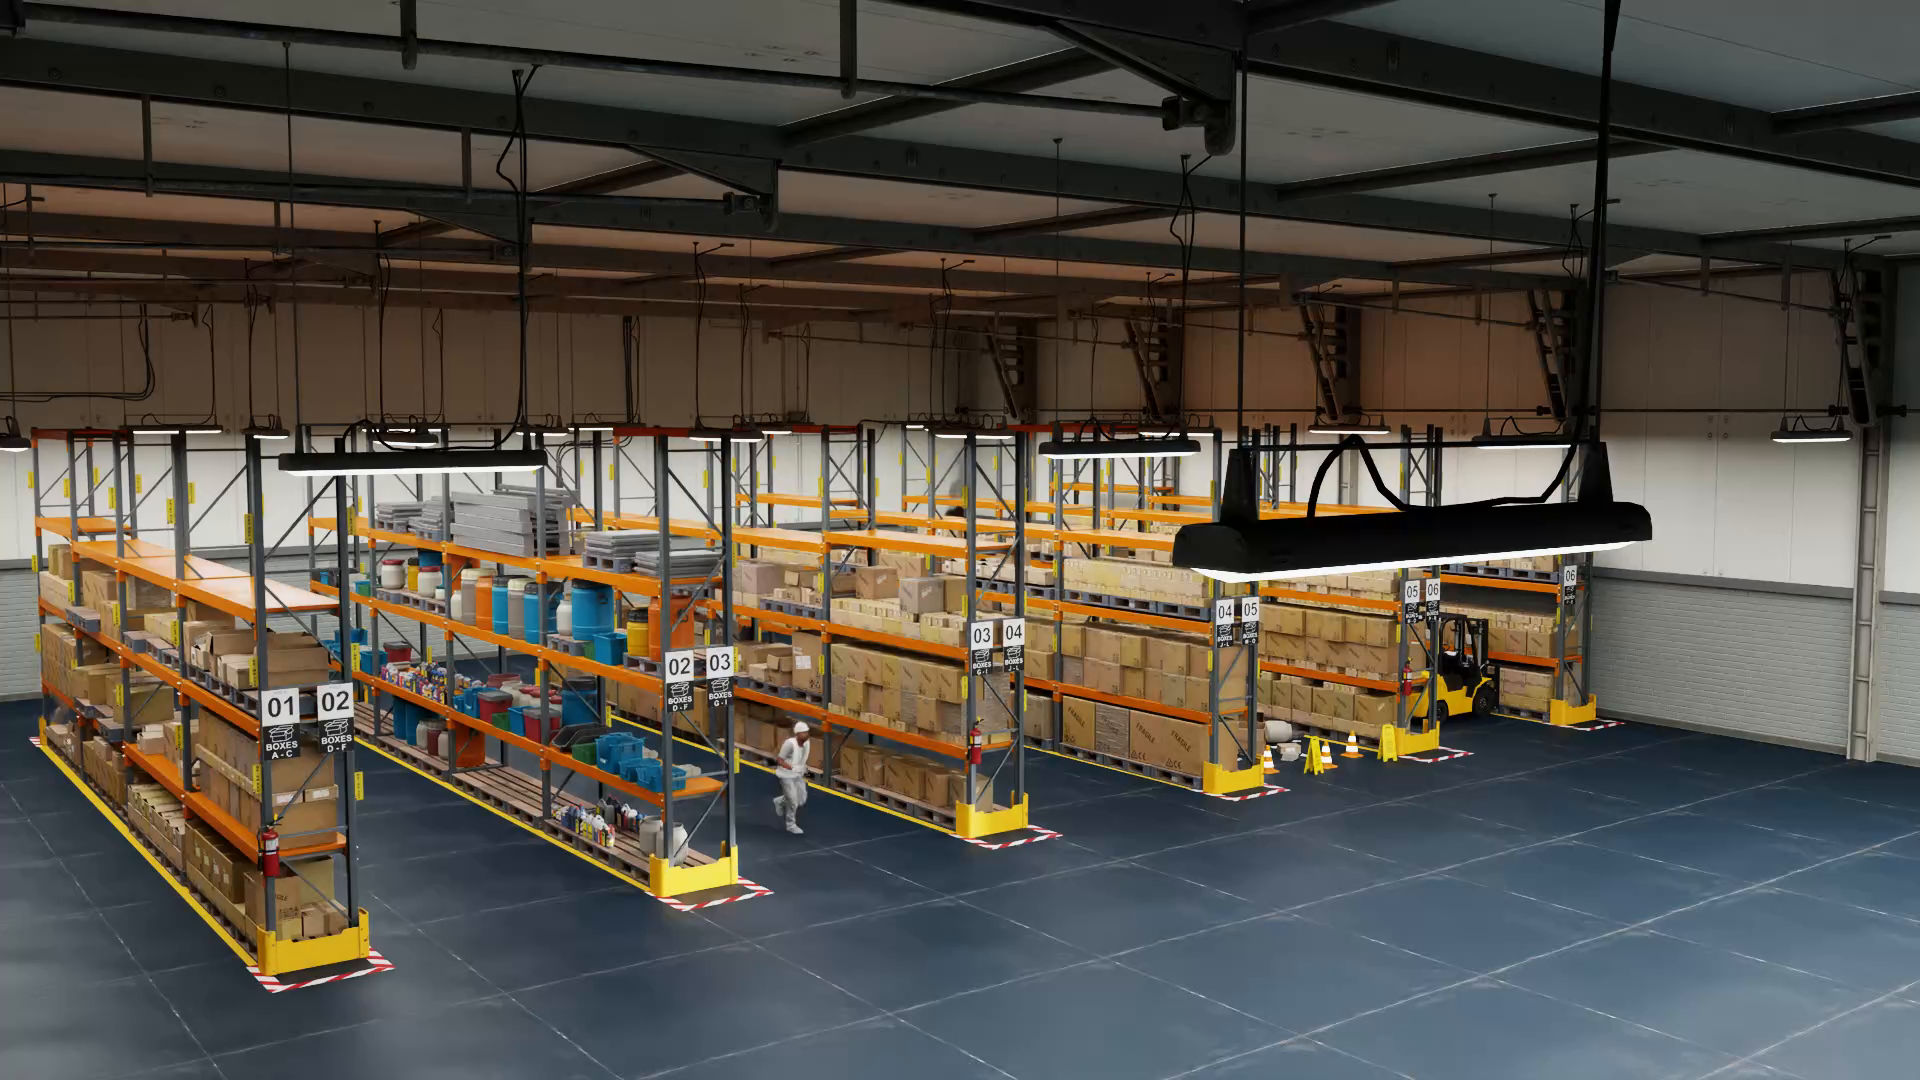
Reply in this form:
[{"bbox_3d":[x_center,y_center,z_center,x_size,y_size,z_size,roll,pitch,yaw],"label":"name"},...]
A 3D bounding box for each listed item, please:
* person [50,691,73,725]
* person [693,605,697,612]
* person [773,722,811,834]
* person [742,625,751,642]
[{"bbox_3d":[-17.642,2.921,32.726,0.547,1.693,0.686,-2,5,-27],"label":"person"},{"bbox_3d":[-6.390,2.345,39.839,0.680,1.748,0.579,-1,5,-8],"label":"person"},{"bbox_3d":[-2.531,3.544,24.868,0.762,1.704,0.662,4,6,39],"label":"person"},{"bbox_3d":[-5.339,2.184,41.827,0.936,1.696,0.710,0,4,-6],"label":"person"}]
